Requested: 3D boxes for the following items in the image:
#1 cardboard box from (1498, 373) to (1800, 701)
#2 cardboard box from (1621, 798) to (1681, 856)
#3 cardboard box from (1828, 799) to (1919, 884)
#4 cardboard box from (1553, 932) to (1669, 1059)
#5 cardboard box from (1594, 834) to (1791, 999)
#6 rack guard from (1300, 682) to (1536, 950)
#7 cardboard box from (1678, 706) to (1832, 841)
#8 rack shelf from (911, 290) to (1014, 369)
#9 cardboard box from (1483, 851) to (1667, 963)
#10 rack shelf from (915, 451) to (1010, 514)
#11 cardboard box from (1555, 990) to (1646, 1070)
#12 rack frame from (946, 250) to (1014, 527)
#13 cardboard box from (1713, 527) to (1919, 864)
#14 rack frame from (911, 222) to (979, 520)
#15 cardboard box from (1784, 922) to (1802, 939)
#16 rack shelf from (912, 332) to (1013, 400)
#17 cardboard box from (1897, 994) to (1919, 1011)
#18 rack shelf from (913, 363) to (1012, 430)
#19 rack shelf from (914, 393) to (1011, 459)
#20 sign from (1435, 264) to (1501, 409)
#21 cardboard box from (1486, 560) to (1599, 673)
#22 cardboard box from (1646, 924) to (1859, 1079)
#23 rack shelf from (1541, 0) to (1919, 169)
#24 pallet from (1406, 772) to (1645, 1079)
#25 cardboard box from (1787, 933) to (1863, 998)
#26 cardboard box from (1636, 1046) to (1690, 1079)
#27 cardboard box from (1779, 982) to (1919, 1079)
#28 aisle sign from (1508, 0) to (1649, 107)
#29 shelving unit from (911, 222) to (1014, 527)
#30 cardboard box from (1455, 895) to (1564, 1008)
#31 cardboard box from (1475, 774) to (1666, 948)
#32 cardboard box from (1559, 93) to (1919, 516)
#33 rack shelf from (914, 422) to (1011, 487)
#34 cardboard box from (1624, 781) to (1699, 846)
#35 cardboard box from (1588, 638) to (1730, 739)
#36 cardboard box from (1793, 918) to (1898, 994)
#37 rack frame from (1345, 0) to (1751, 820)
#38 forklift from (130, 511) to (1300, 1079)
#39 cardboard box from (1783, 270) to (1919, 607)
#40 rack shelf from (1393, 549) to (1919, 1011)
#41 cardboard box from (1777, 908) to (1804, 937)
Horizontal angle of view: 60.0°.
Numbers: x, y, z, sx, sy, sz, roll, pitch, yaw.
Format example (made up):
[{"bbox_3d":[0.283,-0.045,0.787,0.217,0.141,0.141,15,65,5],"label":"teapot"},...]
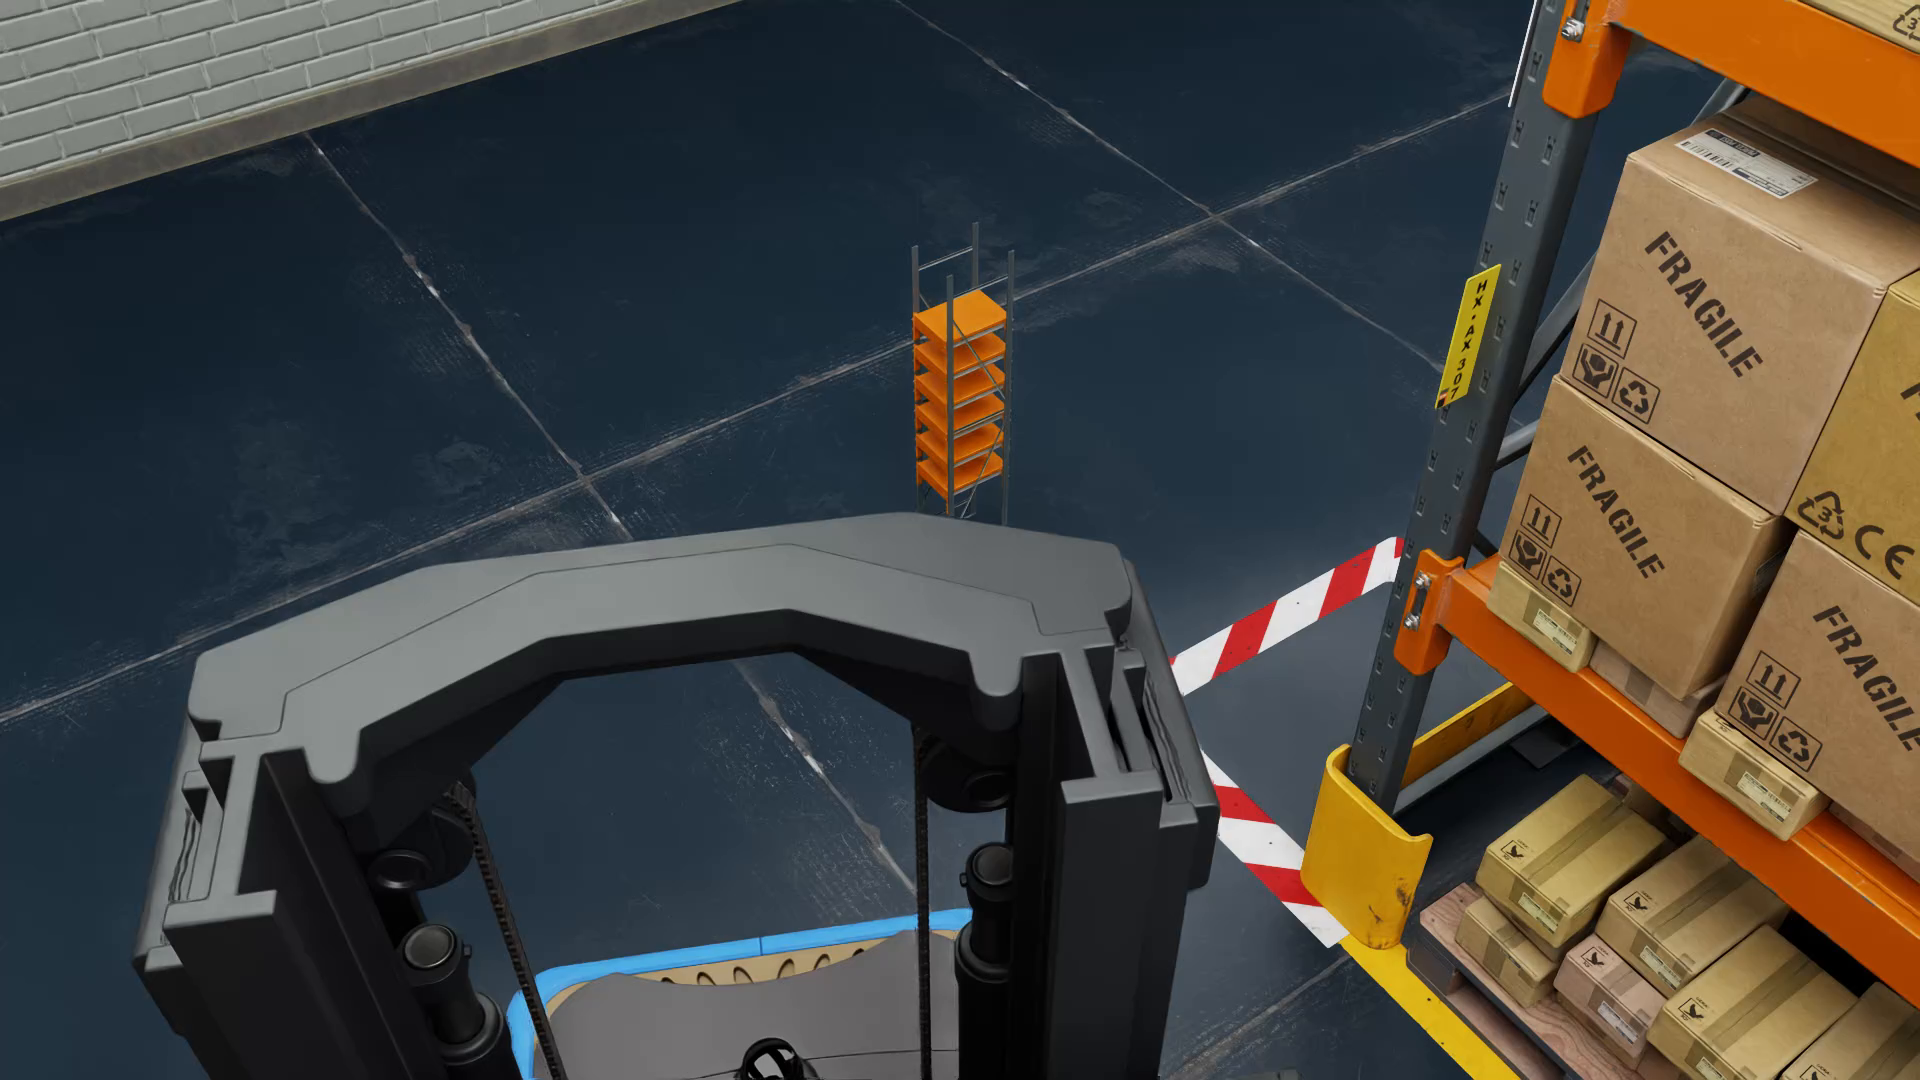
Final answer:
[{"bbox_3d":[1.508,-0.092,3.386,0.500,0.500,0.500,-23,48,-23],"label":"cardboard box"},{"bbox_3d":[1.950,0.784,4.517,0.380,0.149,0.250,-25,49,-24],"label":"cardboard box"},{"bbox_3d":[1.945,0.487,3.250,0.380,0.149,0.250,-23,48,-23],"label":"cardboard box"},{"bbox_3d":[1.677,1.036,4.038,0.380,0.149,0.250,-26,49,-25],"label":"cardboard box"},{"bbox_3d":[1.755,0.892,3.973,0.380,0.149,0.250,-25,49,-24],"label":"cardboard box"},{"bbox_3d":[1.521,0.636,4.722,1.175,0.500,0.348,-26,49,-24],"label":"rack guard"},{"bbox_3d":[1.684,0.394,3.347,0.380,0.149,0.250,-27,50,-26],"label":"cardboard box"},{"bbox_3d":[0.008,-0.654,5.109,0.258,0.103,0.180,-26,49,-24],"label":"rack shelf"},{"bbox_3d":[1.567,0.859,4.223,0.380,0.149,0.250,-24,49,-23],"label":"cardboard box"},{"bbox_3d":[0.008,-0.220,5.524,0.258,0.103,0.180,-26,49,-24],"label":"rack shelf"},{"bbox_3d":[1.732,1.107,4.178,0.380,0.149,0.250,-26,49,-25],"label":"cardboard box"},{"bbox_3d":[0.061,-0.374,5.273,0.240,1.200,0.006,-26,49,-24],"label":"rack frame"},{"bbox_3d":[1.835,0.201,3.079,0.500,0.500,0.500,-26,49,-24],"label":"cardboard box"},{"bbox_3d":[-0.044,-0.478,5.381,0.240,1.200,0.006,-26,49,-24],"label":"rack frame"},{"bbox_3d":[2.180,0.889,4.407,0.380,0.149,0.250,-24,49,-23],"label":"cardboard box"},{"bbox_3d":[0.008,-0.567,5.192,0.258,0.103,0.180,-26,49,-24],"label":"rack shelf"},{"bbox_3d":[2.382,1.133,3.936,0.380,0.149,0.250,-26,50,-25],"label":"cardboard box"},{"bbox_3d":[0.008,-0.480,5.275,0.258,0.103,0.180,-26,49,-24],"label":"rack shelf"},{"bbox_3d":[0.008,-0.394,5.358,0.258,0.103,0.180,-26,49,-24],"label":"rack shelf"},{"bbox_3d":[1.033,-0.410,3.380,0.100,0.325,0.005,-26,49,-24],"label":"sign"},{"bbox_3d":[1.394,0.093,3.663,0.380,0.149,0.250,-26,49,-25],"label":"cardboard box"},{"bbox_3d":[1.794,1.086,3.770,0.380,0.149,0.250,-26,49,-25],"label":"cardboard box"},{"bbox_3d":[2.622,-0.003,1.930,1.077,0.370,4.000,-26,49,-24],"label":"rack shelf"},{"bbox_3d":[1.957,1.215,4.325,1.003,0.211,1.213,-26,49,-24],"label":"pallet"},{"bbox_3d":[2.261,1.073,4.214,0.380,0.149,0.250,-26,49,-25],"label":"cardboard box"},{"bbox_3d":[1.880,1.245,4.034,0.380,0.149,0.250,-25,49,-24],"label":"cardboard box"},{"bbox_3d":[2.004,1.193,3.657,0.380,0.149,0.250,-28,50,-26],"label":"cardboard box"},{"bbox_3d":[1.190,-1.174,2.925,0.394,0.787,0.004,-26,49,-24],"label":"aisle sign"},{"bbox_3d":[0.008,-0.426,5.327,0.258,1.200,0.189,-26,49,-24],"label":"shelving unit"},{"bbox_3d":[1.515,0.991,4.300,0.380,0.149,0.250,-25,49,-24],"label":"cardboard box"},{"bbox_3d":[1.499,0.784,4.086,0.380,0.149,0.250,-28,50,-26],"label":"cardboard box"},{"bbox_3d":[1.517,-0.458,3.045,0.500,0.500,0.500,-26,49,-25],"label":"cardboard box"},{"bbox_3d":[0.008,-0.307,5.441,0.258,0.103,0.180,-26,49,-24],"label":"rack shelf"},{"bbox_3d":[2.014,0.647,4.445,0.380,0.149,0.250,-27,50,-25],"label":"cardboard box"},{"bbox_3d":[1.574,0.220,3.529,0.380,0.149,0.250,-24,49,-23],"label":"cardboard box"},{"bbox_3d":[2.313,0.940,4.138,0.380,0.149,0.250,-28,50,-26],"label":"cardboard box"},{"bbox_3d":[1.478,-0.311,3.904,1.000,3.000,0.127,-26,49,-24],"label":"rack frame"},{"bbox_3d":[-0.154,1.525,2.030,1.130,2.935,3.031,-7,44,-7],"label":"forklift"},{"bbox_3d":[1.811,-0.174,2.748,0.500,0.500,0.500,-24,49,-23],"label":"cardboard box"},{"bbox_3d":[2.622,1.082,2.966,1.077,0.370,4.000,-26,49,-24],"label":"rack shelf"},{"bbox_3d":[2.119,0.816,4.268,0.380,0.149,0.250,-27,50,-25],"label":"cardboard box"}]
